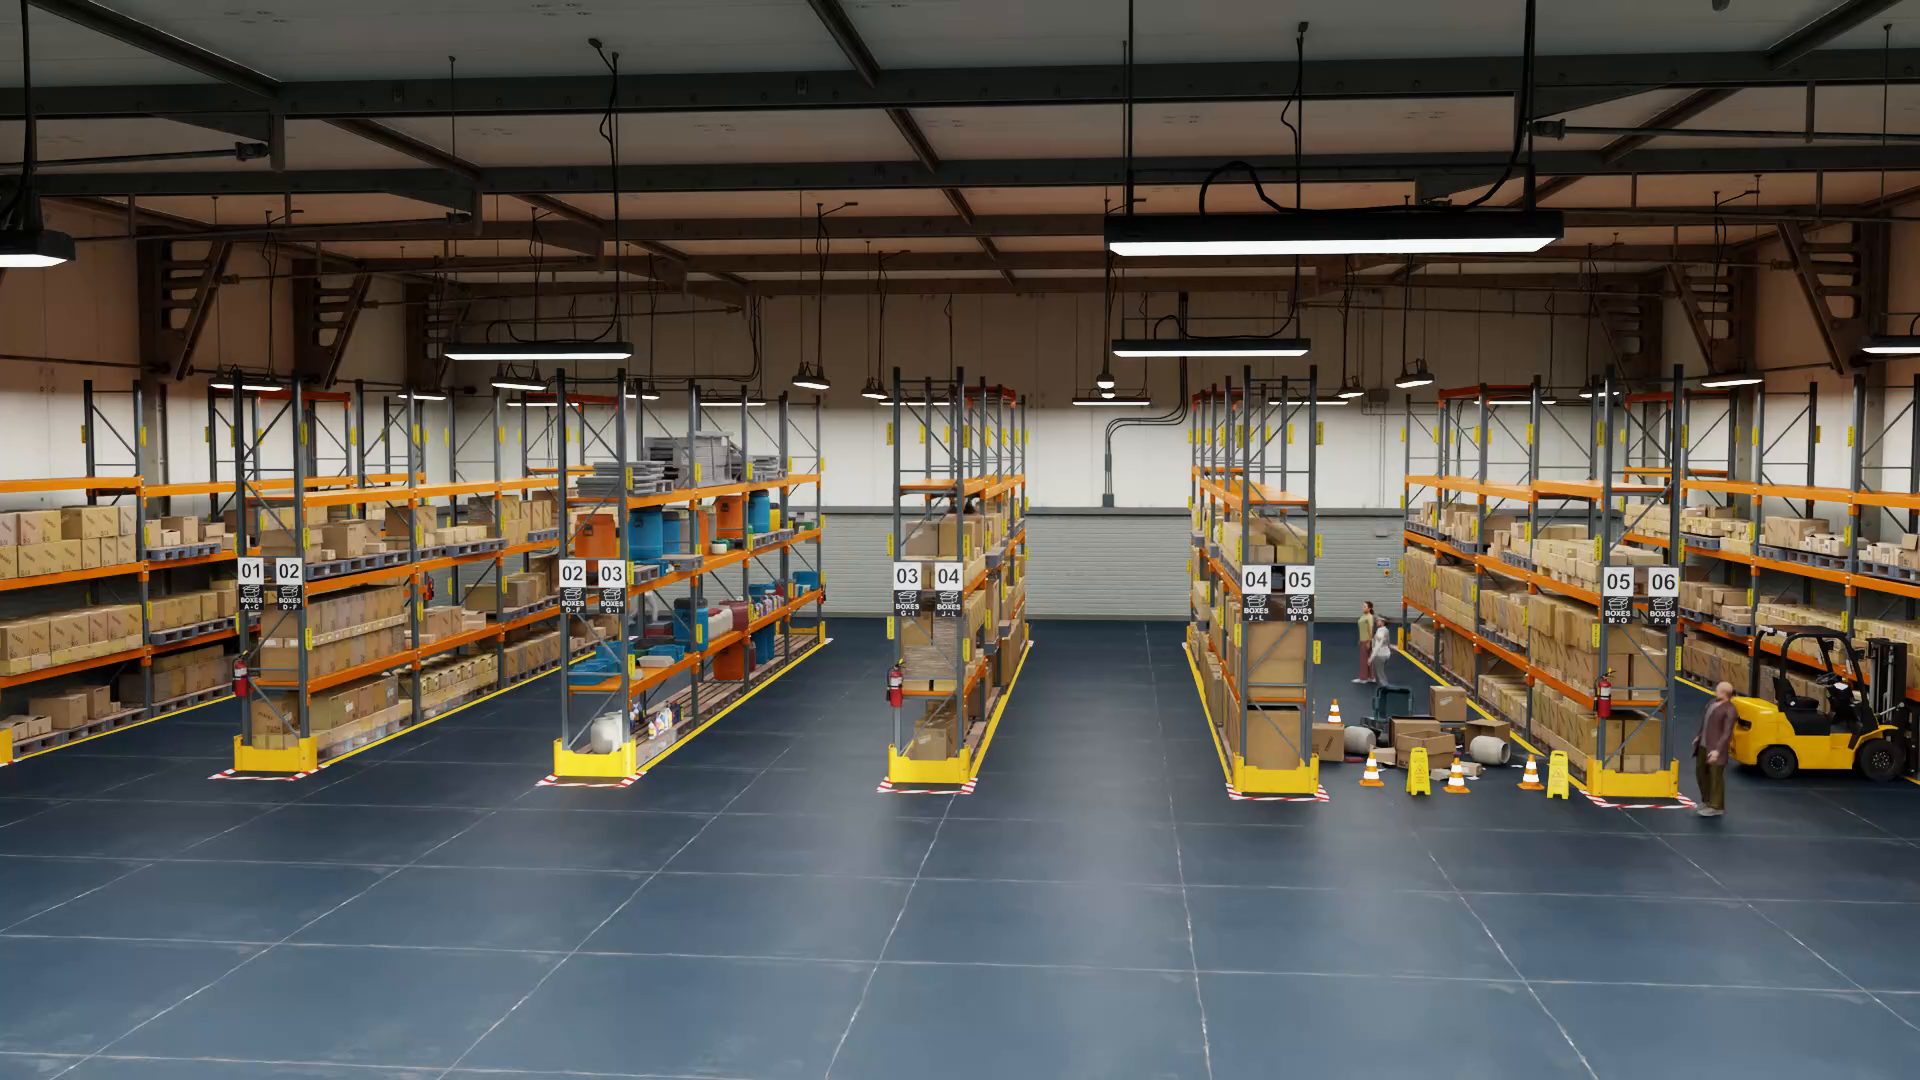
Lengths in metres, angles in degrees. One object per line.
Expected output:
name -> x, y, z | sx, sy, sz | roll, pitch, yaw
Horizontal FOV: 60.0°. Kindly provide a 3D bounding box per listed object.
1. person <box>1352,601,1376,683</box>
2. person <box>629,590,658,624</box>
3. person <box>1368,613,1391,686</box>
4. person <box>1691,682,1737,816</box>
person -> 8.253, 2.072, 33.846 | 0.453, 1.669, 0.472 | 2, 4, 24
person -> -8.260, 1.454, 43.740 | 0.943, 1.629, 0.491 | 2, 4, 25
person -> 7.869, 2.205, 31.222 | 0.525, 1.683, 0.443 | -3, 5, -39
person -> 9.937, 2.762, 22.040 | 0.473, 1.802, 0.691 | 0, 4, -7
